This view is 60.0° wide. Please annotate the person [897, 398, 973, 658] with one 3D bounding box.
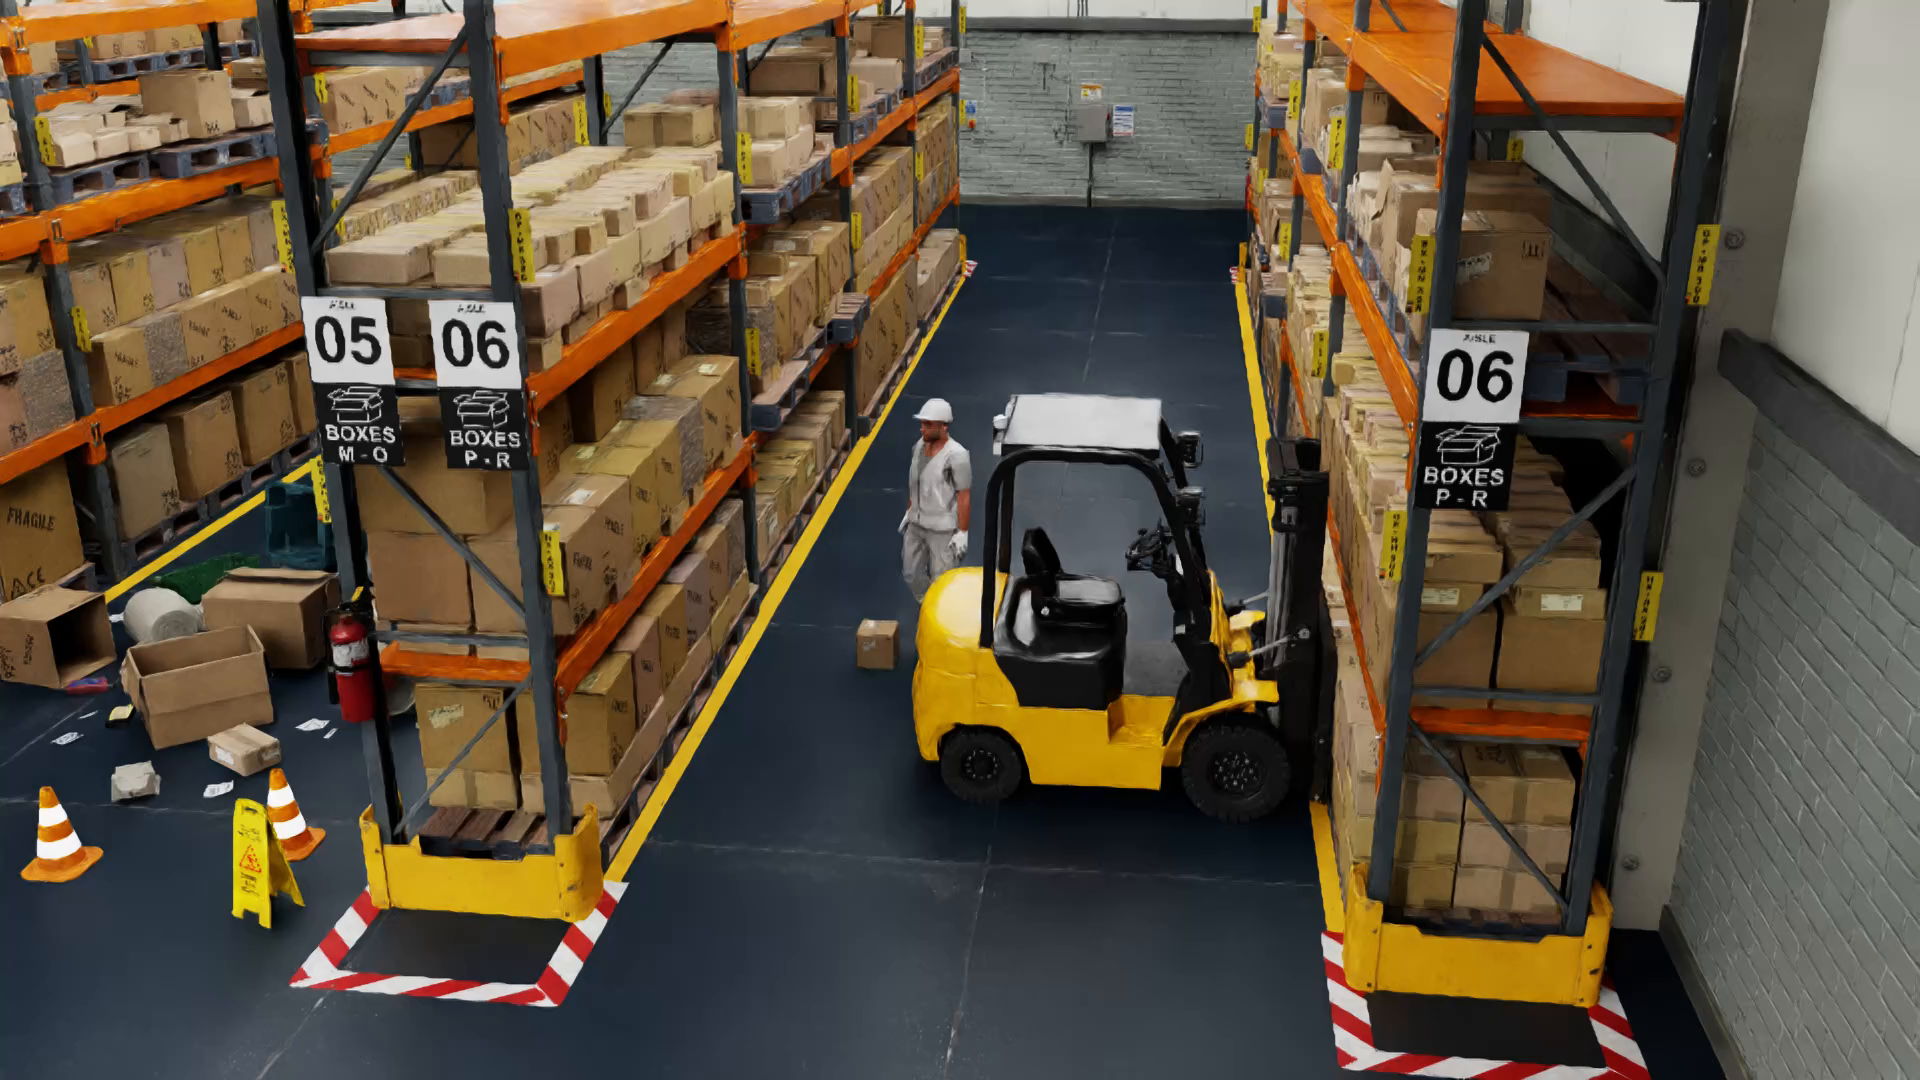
[{"bbox_3d":[-0.165,-0.075,11.237,0.464,1.812,0.579,-17,27,-37],"label":"person"}]
